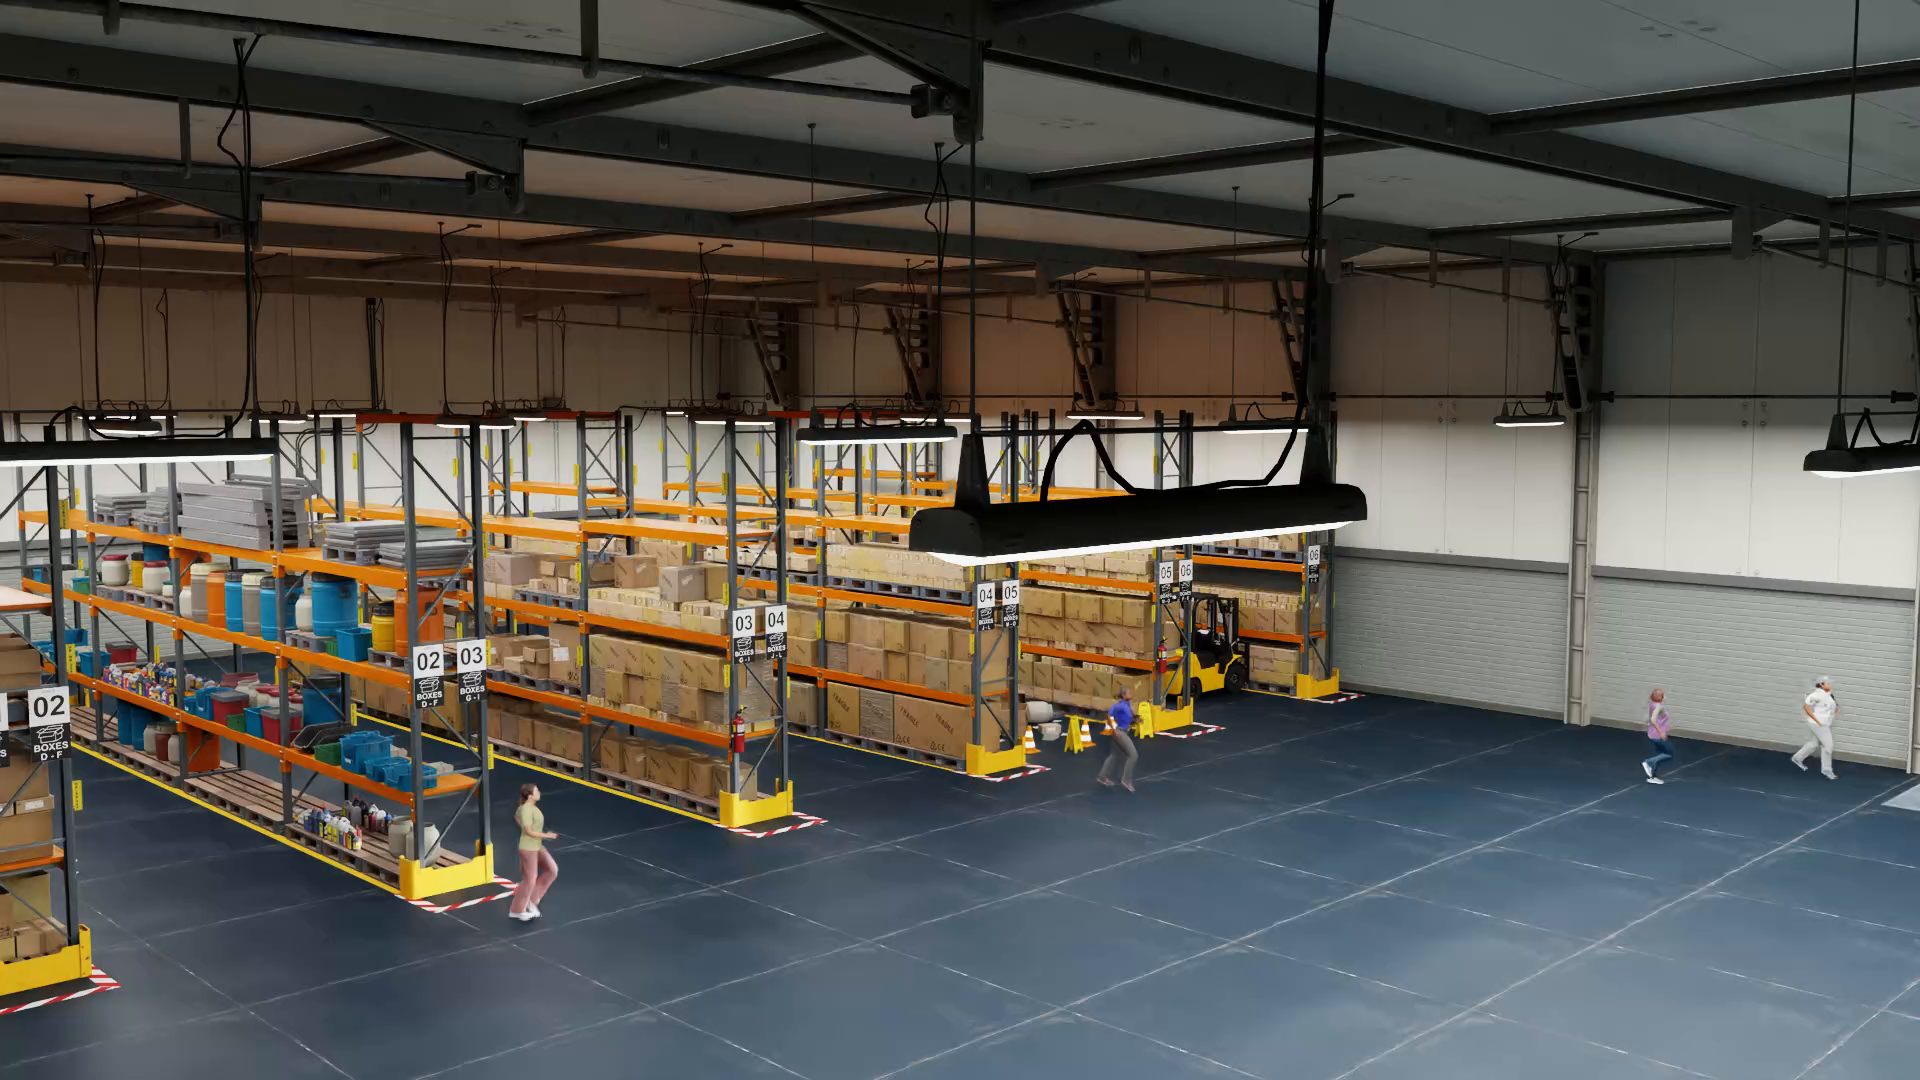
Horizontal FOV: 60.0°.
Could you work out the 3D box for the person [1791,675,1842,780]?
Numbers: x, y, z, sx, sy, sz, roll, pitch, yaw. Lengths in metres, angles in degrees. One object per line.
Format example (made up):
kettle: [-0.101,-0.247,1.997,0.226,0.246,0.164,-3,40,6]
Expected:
person: [14.299,3.094,27.741,0.789,1.709,0.595,4,6,40]

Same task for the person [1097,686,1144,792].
person: [2.579,3.193,26.755,0.758,1.707,0.568,1,5,8]

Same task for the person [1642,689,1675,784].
person: [11.406,3.217,27.142,0.539,1.538,0.542,1,5,7]

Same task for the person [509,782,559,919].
person: [-5.162,3.750,20.169,0.607,1.647,0.596,0,5,-3]

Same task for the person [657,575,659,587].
person: [-7.935,1.666,44.176,0.637,1.723,0.804,-1,5,-15]
